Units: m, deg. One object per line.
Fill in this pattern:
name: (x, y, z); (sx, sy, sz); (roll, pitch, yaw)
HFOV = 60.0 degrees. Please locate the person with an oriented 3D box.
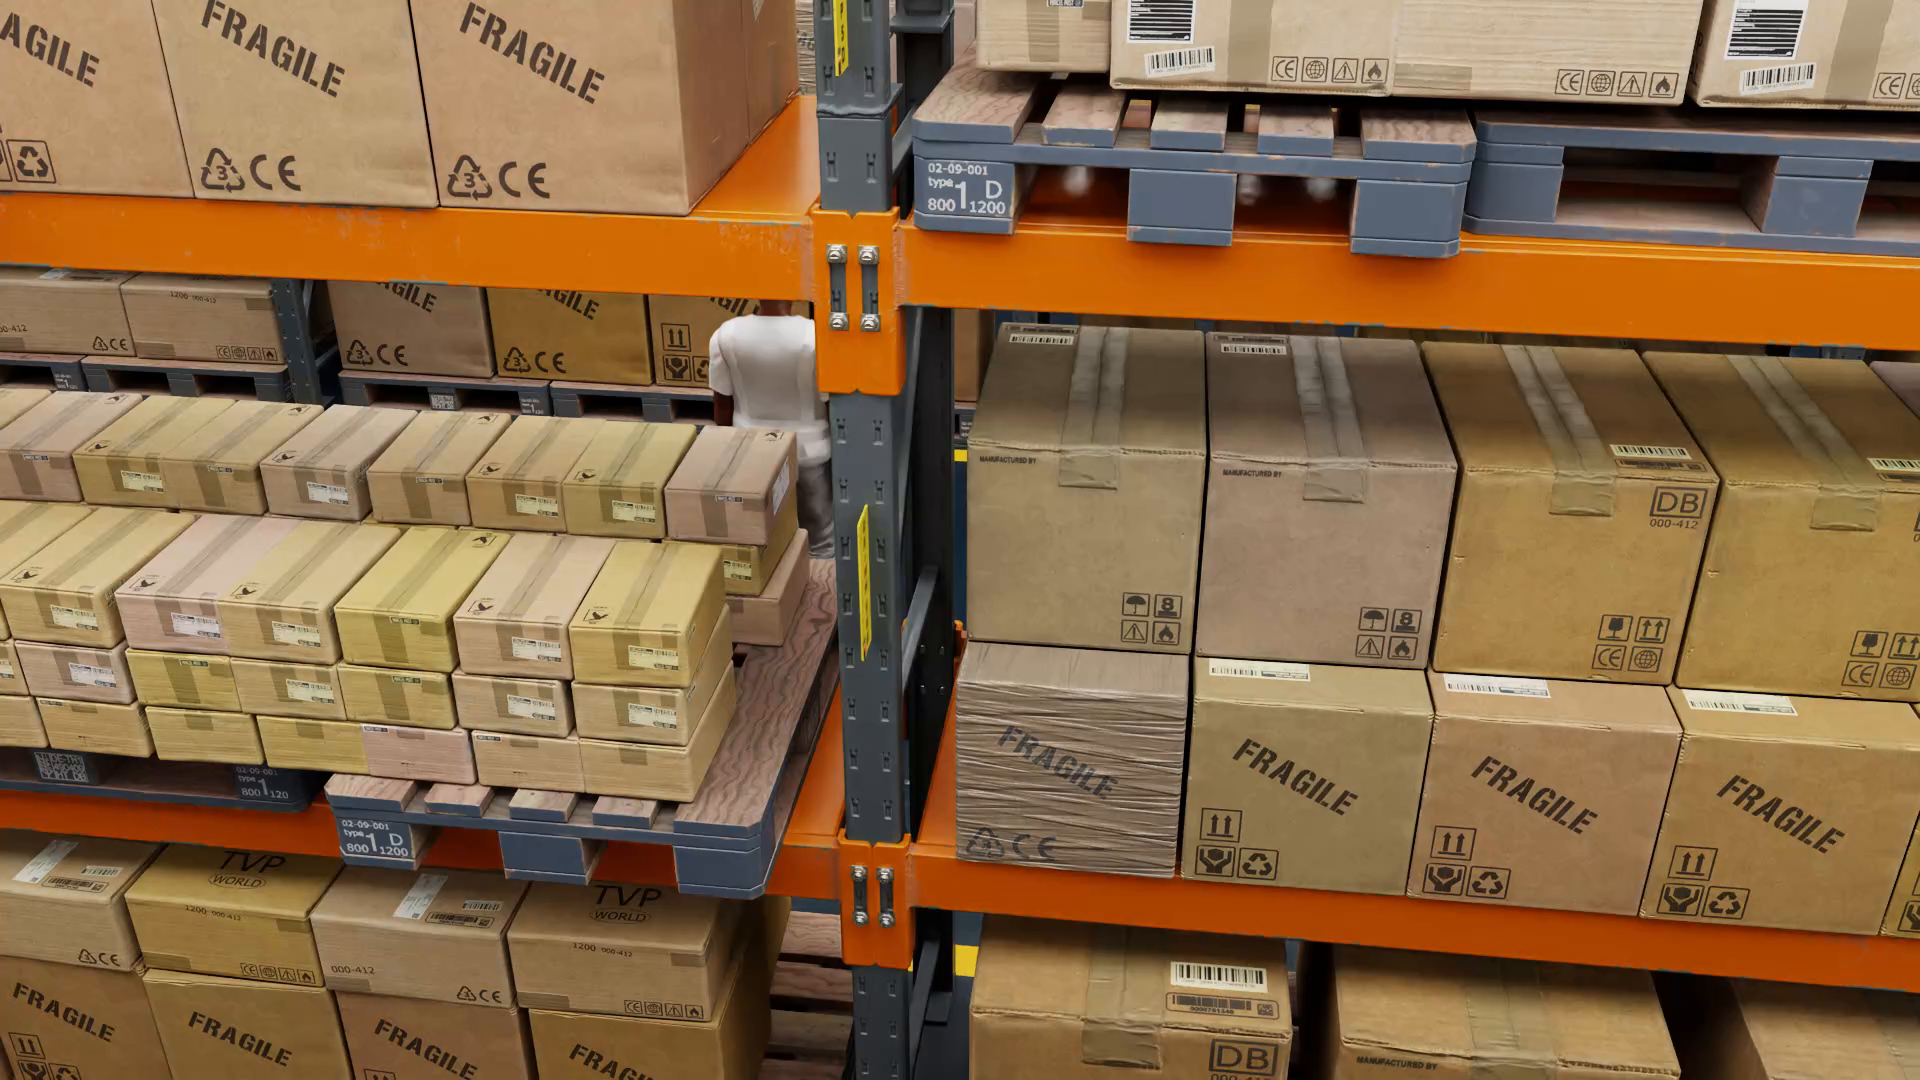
person: (-0.705, -0.353, 6.737); (0.568, 1.766, 0.355); (4, 28, 8)
